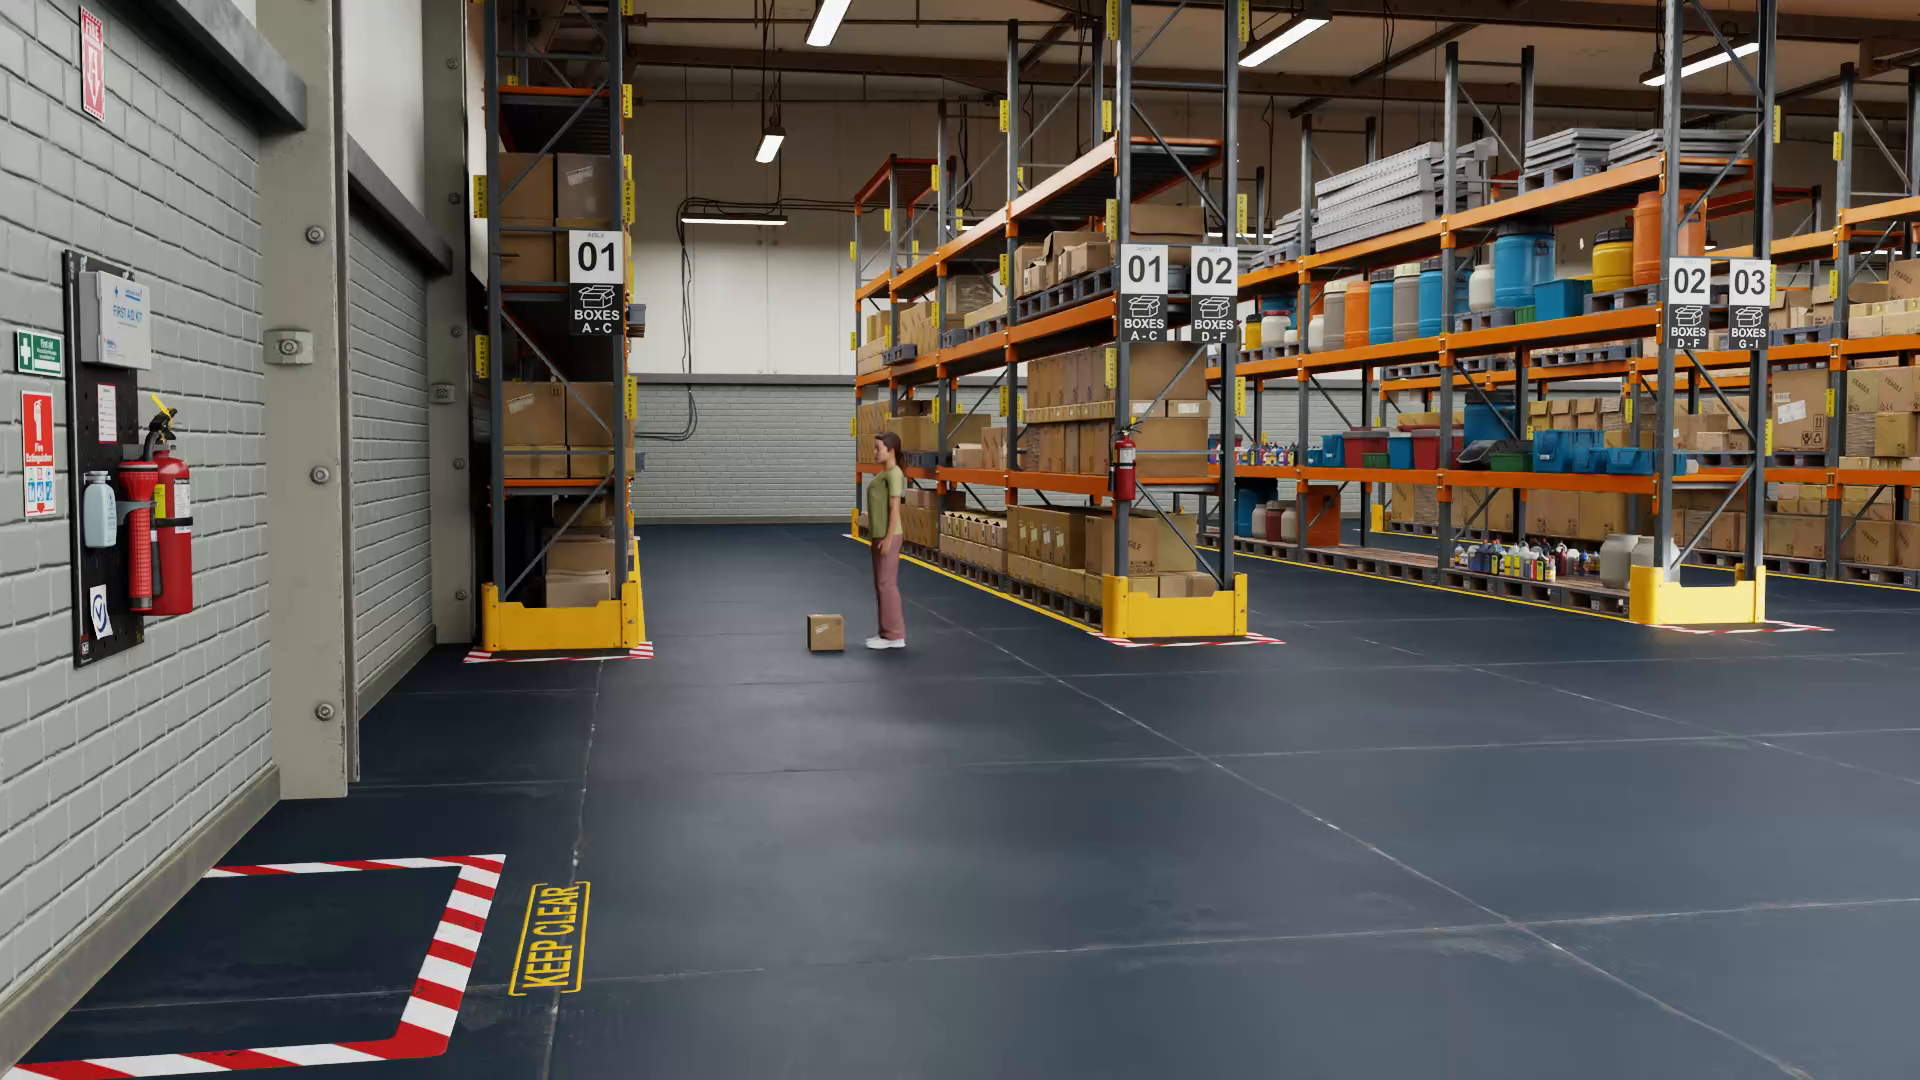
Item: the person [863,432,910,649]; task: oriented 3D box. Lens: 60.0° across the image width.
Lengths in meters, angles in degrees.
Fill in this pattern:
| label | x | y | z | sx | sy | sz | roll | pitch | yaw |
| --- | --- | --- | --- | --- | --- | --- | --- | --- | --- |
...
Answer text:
| label | x | y | z | sx | sy | sz | roll | pitch | yaw |
| --- | --- | --- | --- | --- | --- | --- | --- | --- | --- |
| person | -0.563 | 0.003 | 12.875 | 0.359 | 1.679 | 0.446 | -1 | 3 | -10 |
